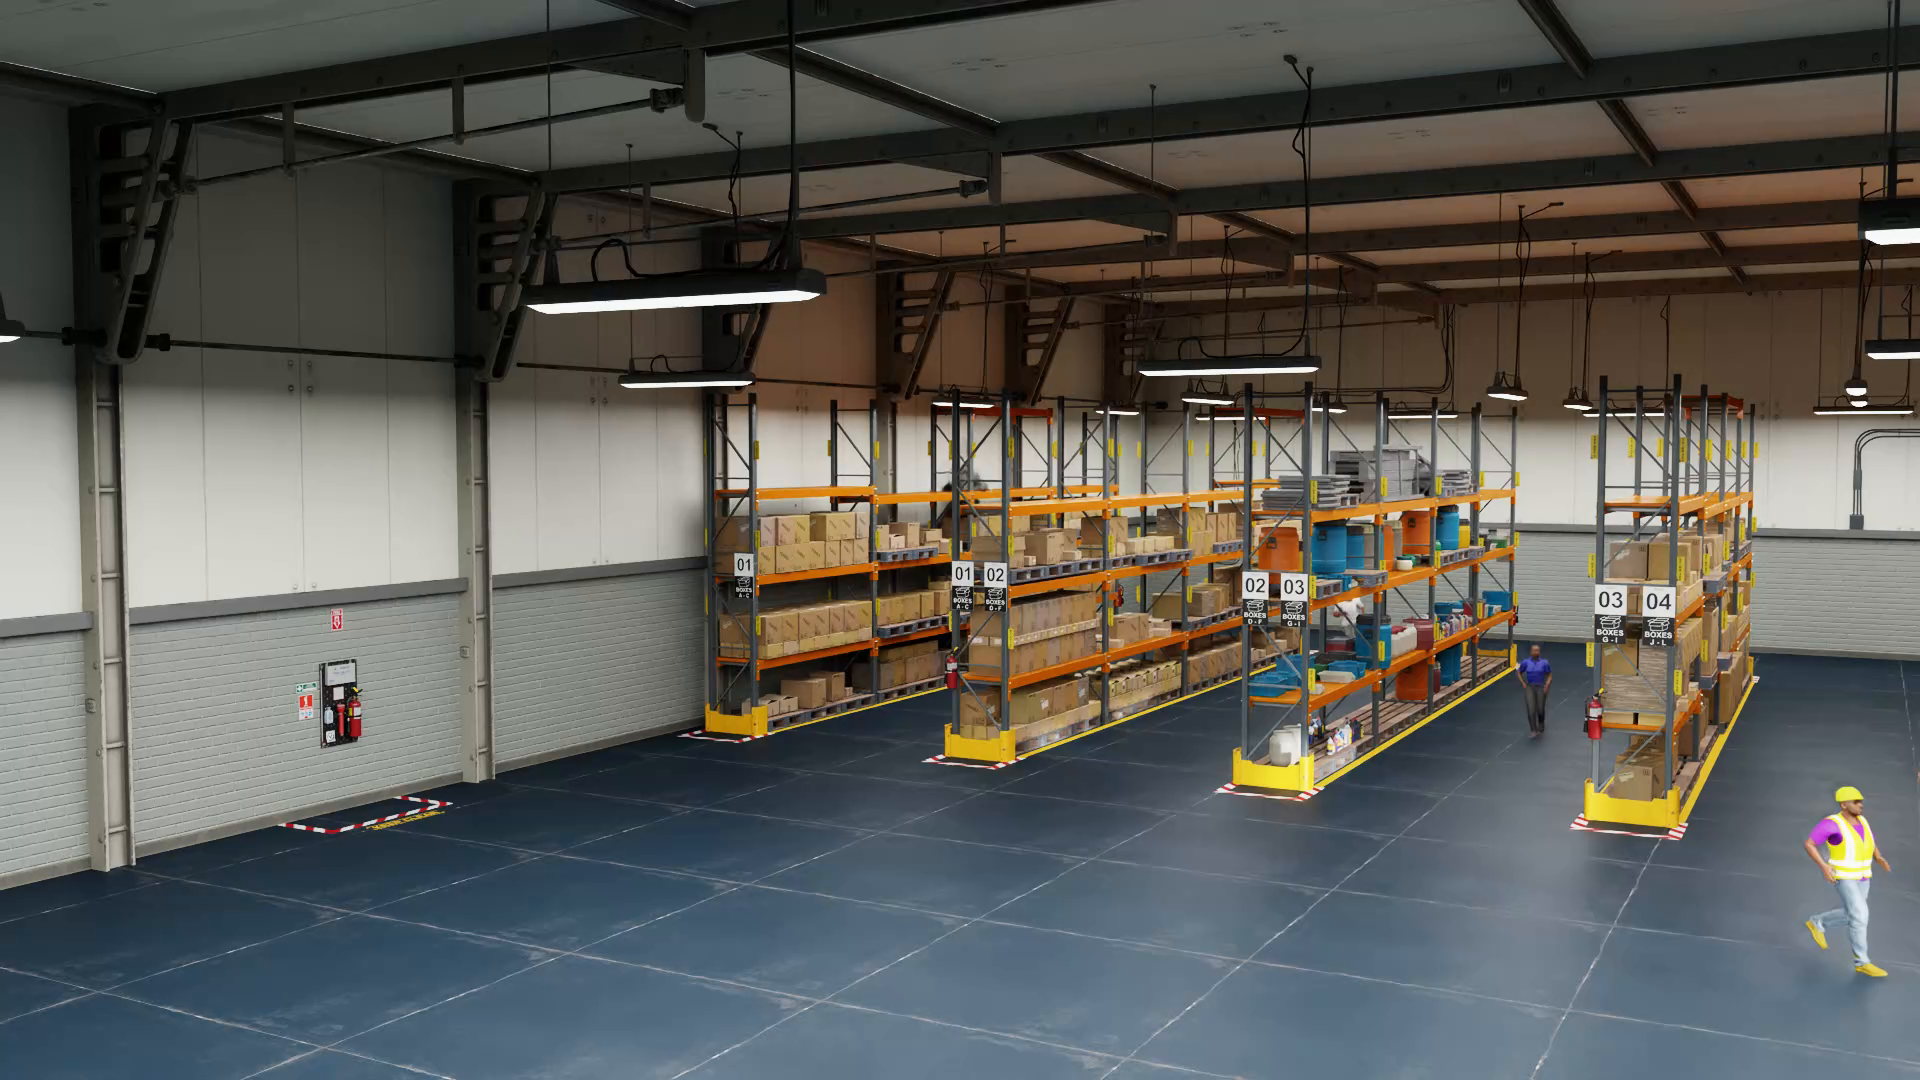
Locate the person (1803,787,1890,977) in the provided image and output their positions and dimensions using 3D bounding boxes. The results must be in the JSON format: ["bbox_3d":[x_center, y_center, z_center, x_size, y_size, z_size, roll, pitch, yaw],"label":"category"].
[{"bbox_3d":[8.557,3.247,16.058,0.731,1.746,0.931,-1,3,-25],"label":"person"}]

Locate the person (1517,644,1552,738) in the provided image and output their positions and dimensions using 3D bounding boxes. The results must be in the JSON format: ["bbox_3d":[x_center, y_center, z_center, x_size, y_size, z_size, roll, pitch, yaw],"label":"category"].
[{"bbox_3d":[10.026,2.639,29.048,0.582,1.604,0.557,1,3,20],"label":"person"}]

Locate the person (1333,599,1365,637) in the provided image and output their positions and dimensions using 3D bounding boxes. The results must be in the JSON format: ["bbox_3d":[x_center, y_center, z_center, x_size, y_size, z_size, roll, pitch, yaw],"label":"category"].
[{"bbox_3d":[9.235,2.017,39.494,0.731,1.775,0.901,1,3,16],"label":"person"}]
